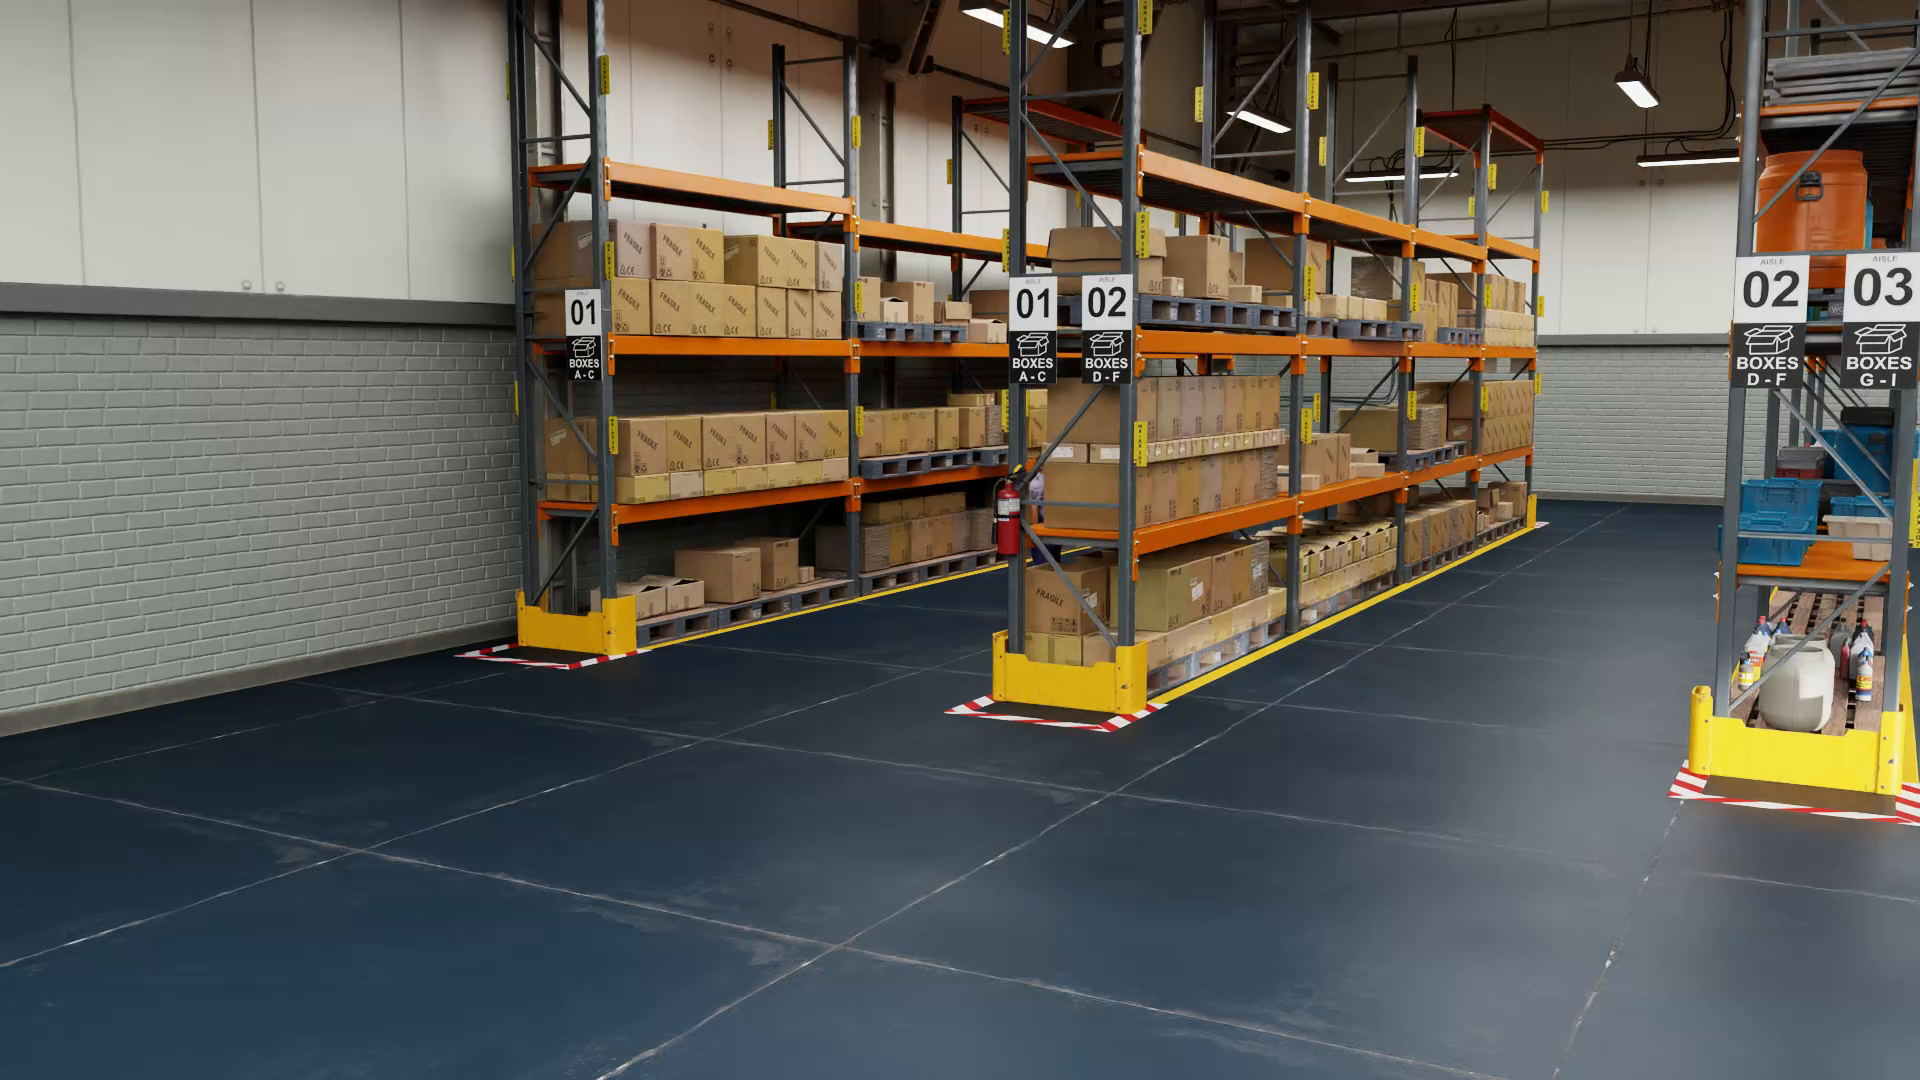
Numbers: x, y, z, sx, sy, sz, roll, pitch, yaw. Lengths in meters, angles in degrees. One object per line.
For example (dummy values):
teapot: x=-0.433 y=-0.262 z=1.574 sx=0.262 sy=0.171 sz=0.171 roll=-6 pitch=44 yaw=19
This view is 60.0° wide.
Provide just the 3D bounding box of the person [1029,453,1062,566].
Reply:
person: x=0.893 y=-0.056 z=16.802 sx=0.361 sy=1.650 sz=0.511 roll=3 pitch=7 yaw=24
